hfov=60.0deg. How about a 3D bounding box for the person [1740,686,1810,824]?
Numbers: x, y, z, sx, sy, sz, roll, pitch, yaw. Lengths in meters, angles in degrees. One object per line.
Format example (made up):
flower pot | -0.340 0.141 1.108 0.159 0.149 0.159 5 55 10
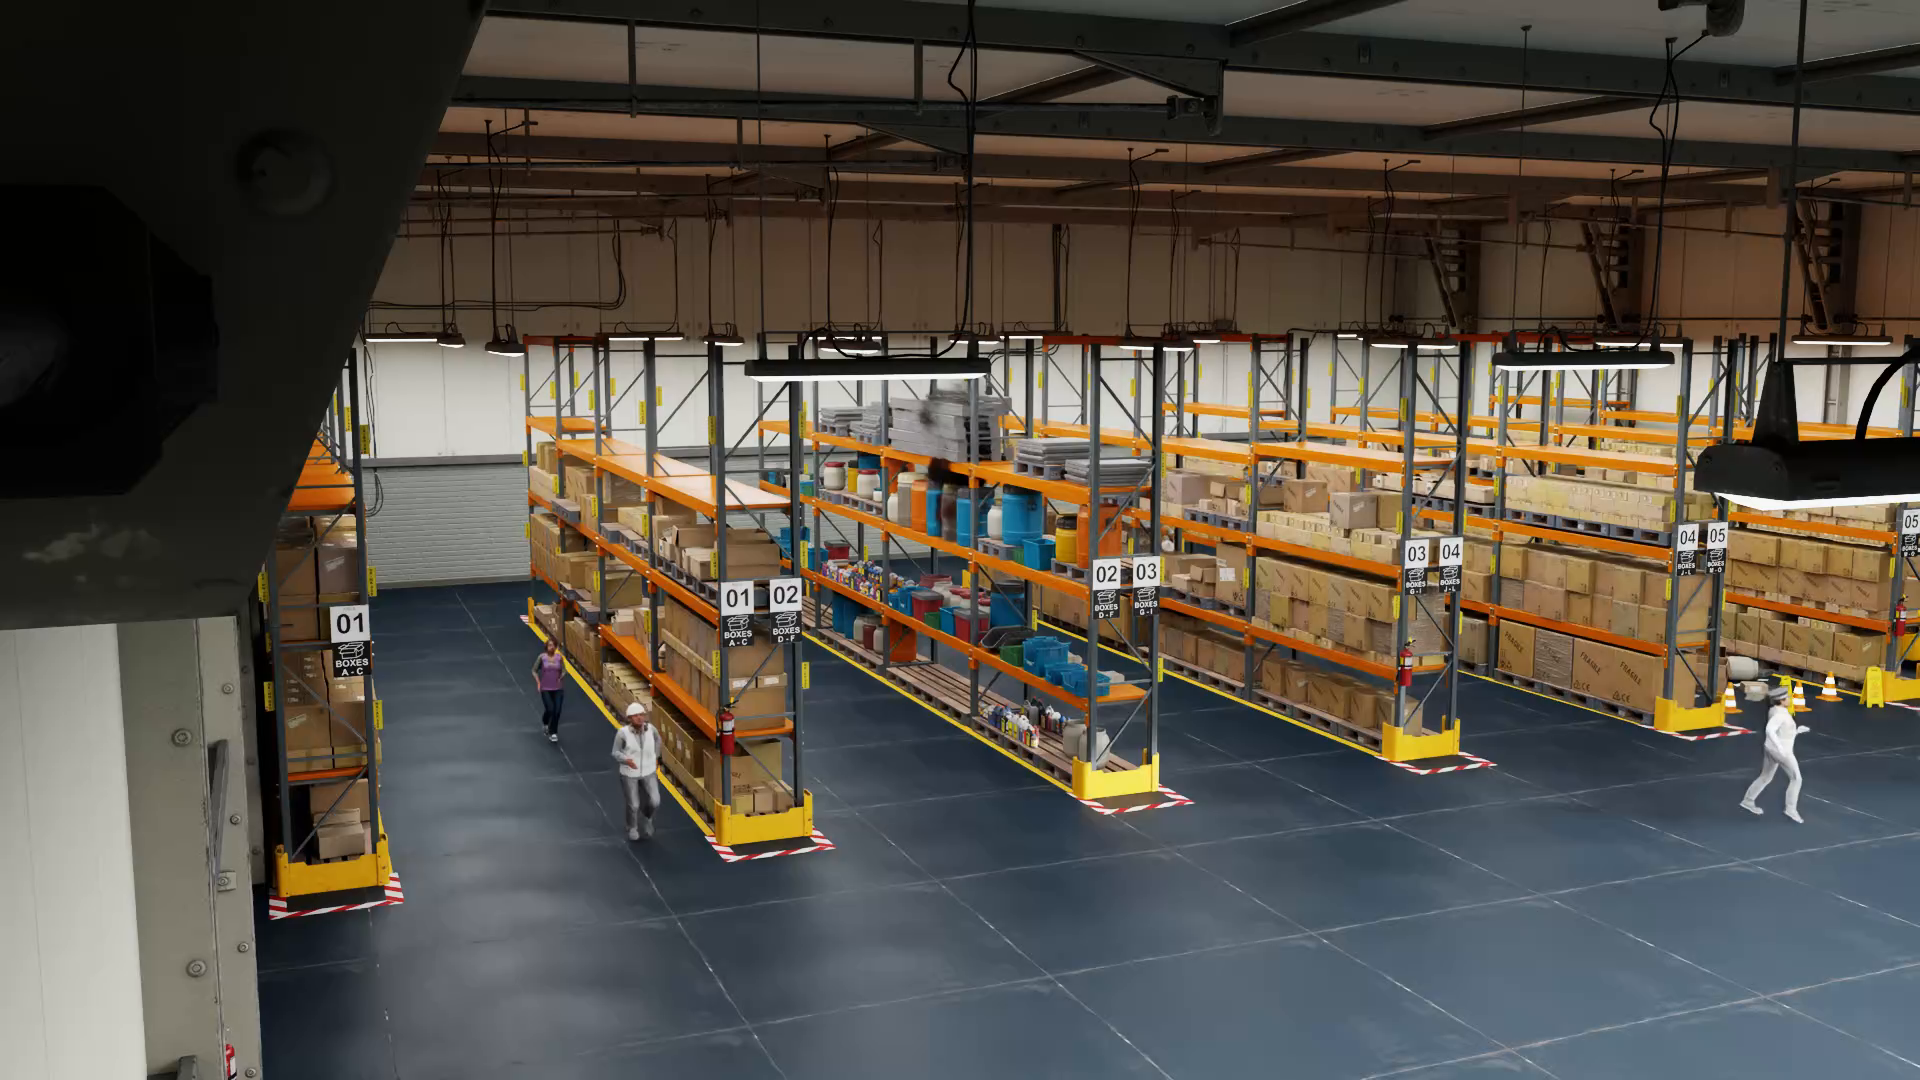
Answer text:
person | 10.315 2.709 21.001 0.765 1.752 0.583 1 8 4

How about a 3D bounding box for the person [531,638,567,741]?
person | -6.130 2.263 24.943 0.503 1.539 0.493 -4 8 -25

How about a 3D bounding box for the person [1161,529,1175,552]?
person | 4.740 0.563 37.297 0.576 1.678 0.609 -2 8 -14

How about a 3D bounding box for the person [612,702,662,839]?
person | -3.871 2.805 20.103 0.667 1.725 0.709 -4 8 -26
